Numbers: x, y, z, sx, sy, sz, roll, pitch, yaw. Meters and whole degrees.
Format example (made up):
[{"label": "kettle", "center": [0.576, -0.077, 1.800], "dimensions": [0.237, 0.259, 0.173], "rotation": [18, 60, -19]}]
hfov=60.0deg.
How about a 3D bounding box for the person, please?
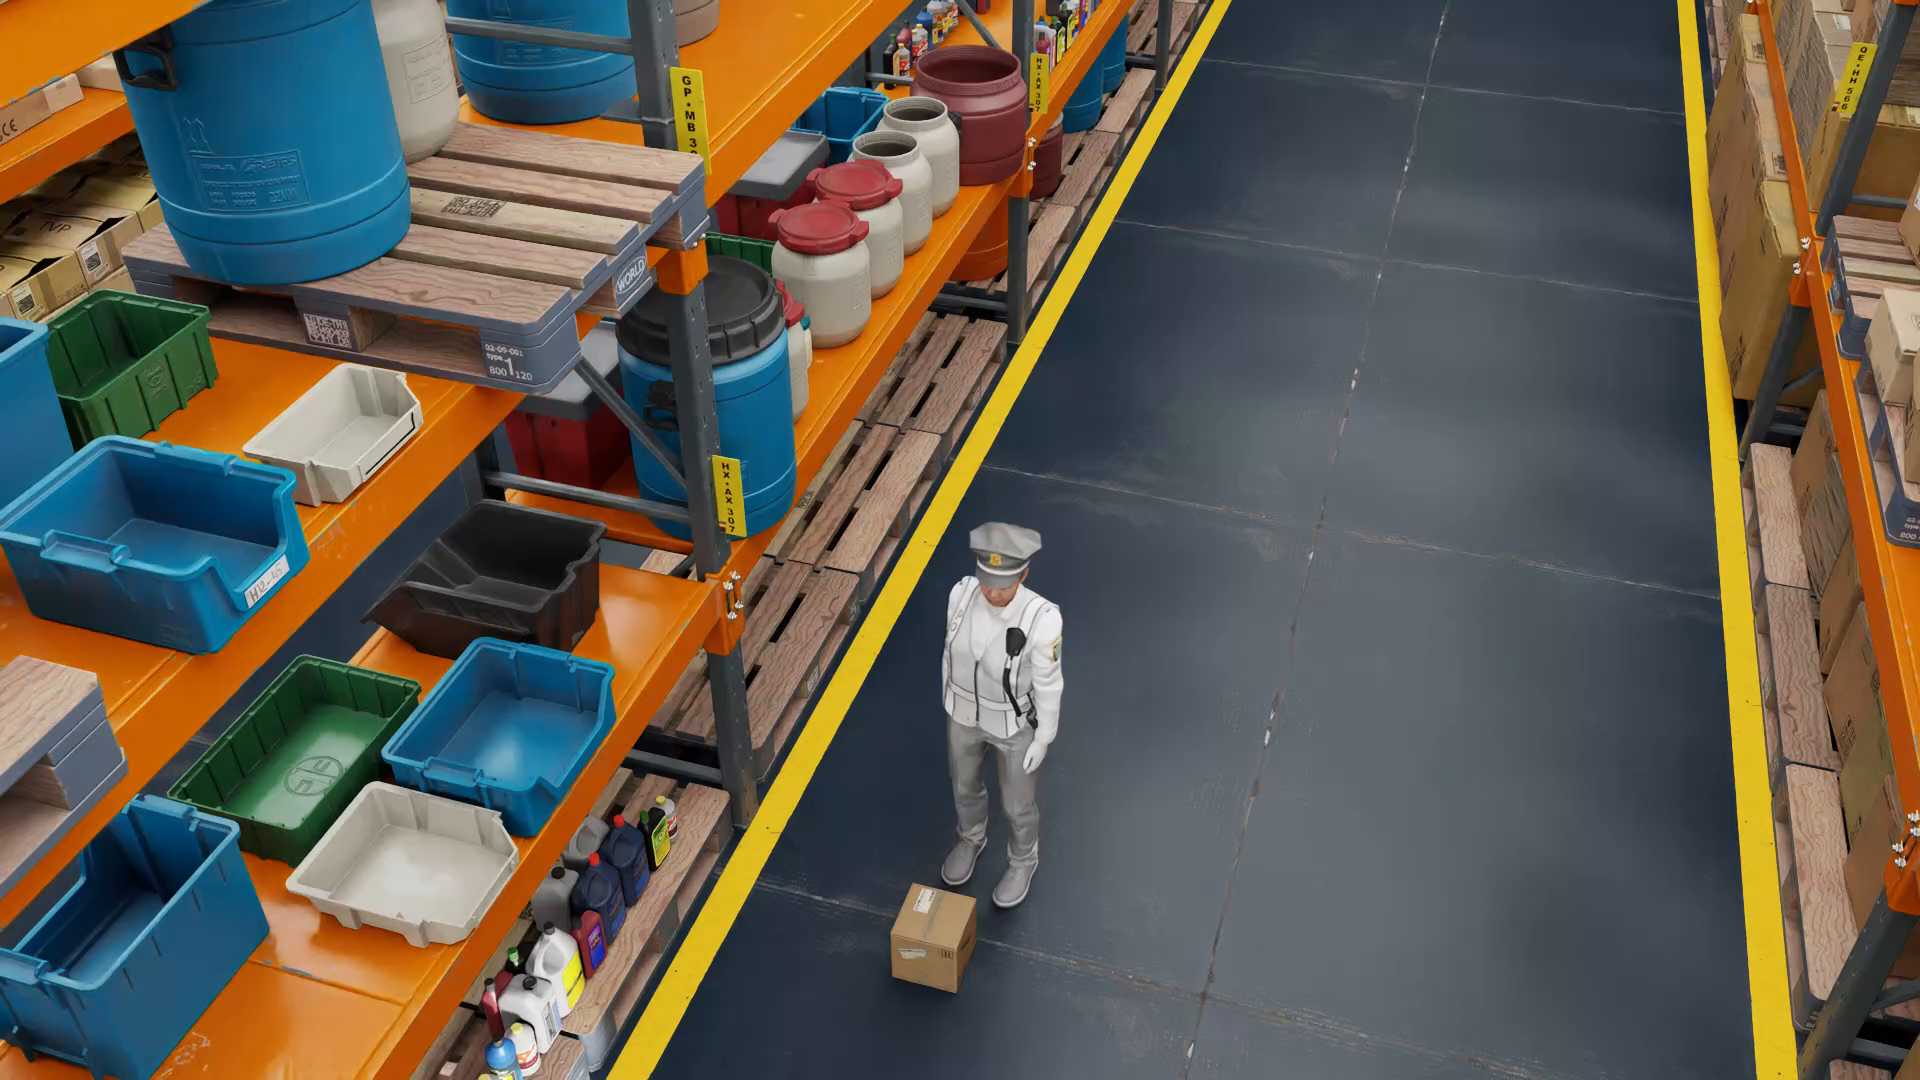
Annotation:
[{"label": "person", "center": [0.138, 0.653, 6.030], "dimensions": [0.467, 1.670, 0.313], "rotation": [17, 41, 22]}]
